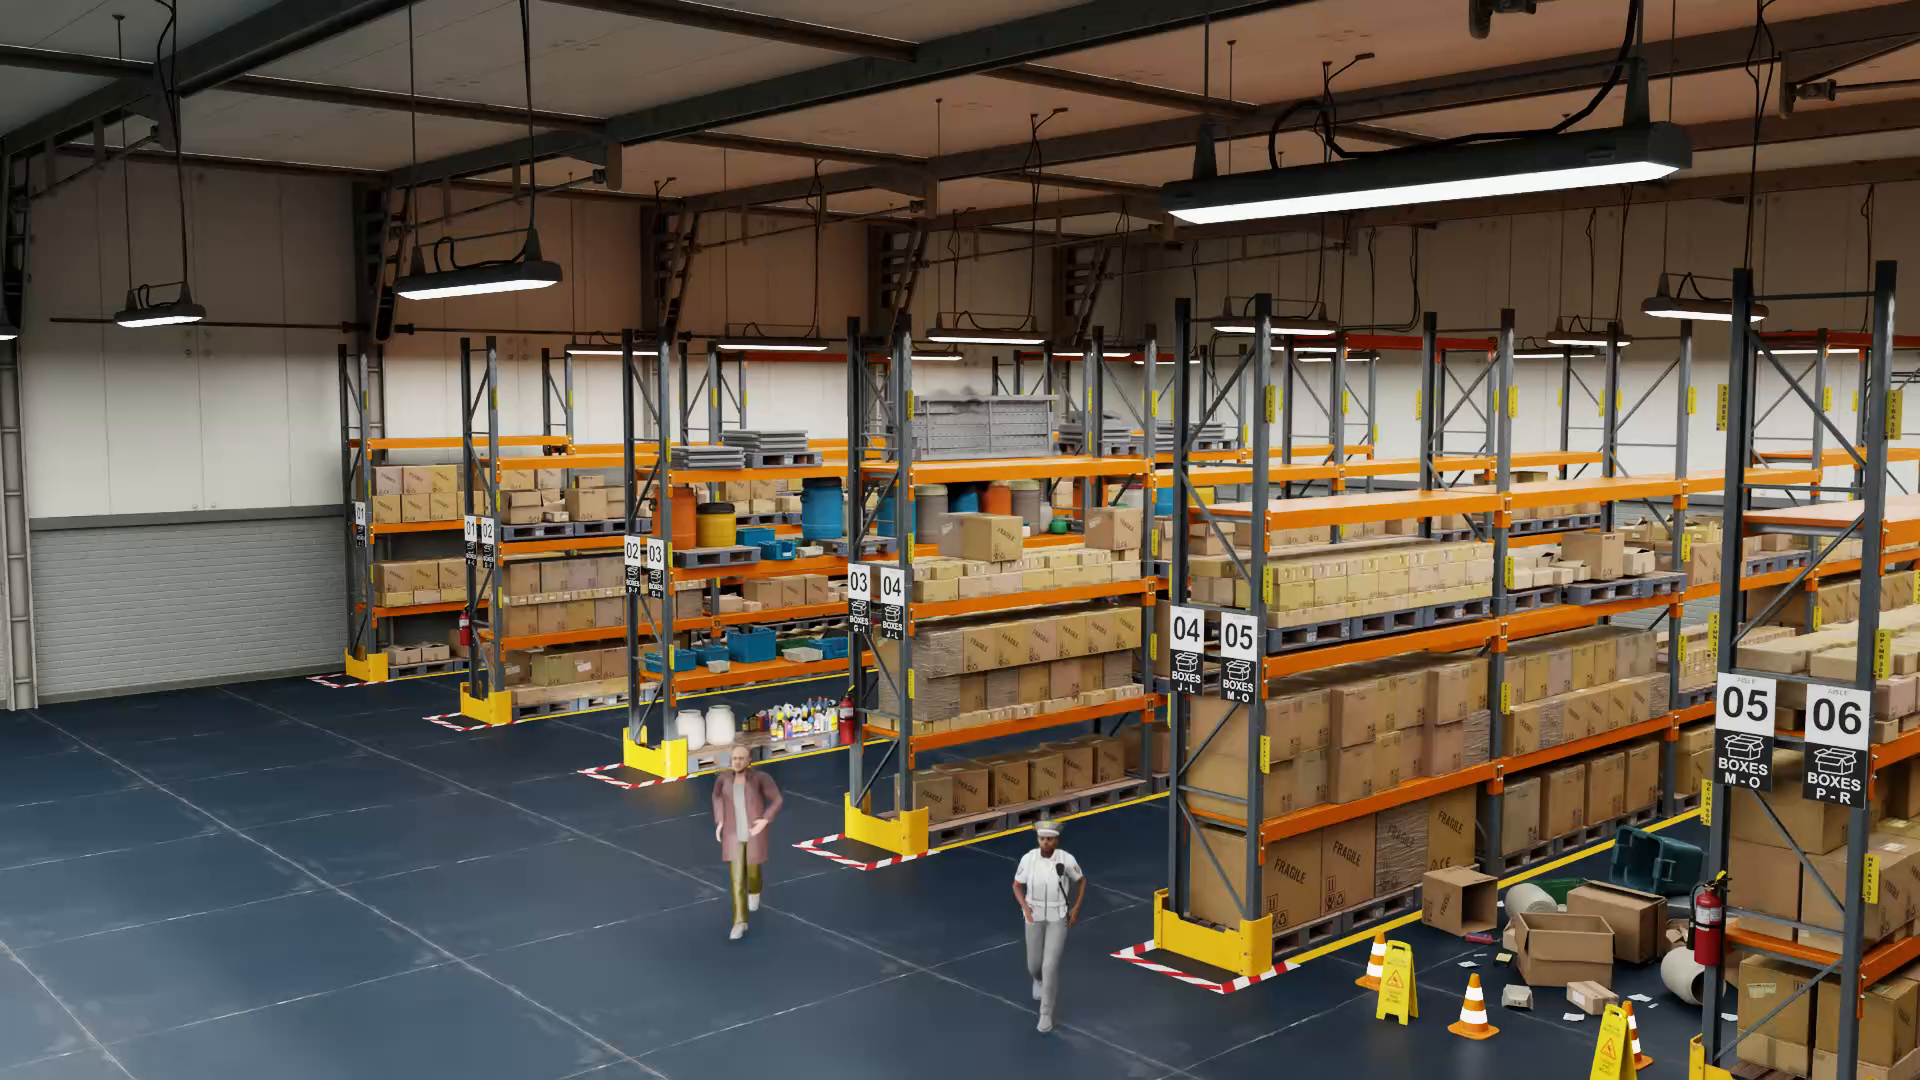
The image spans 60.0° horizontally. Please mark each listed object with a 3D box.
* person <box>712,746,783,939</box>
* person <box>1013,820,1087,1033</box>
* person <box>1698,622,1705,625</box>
[{"bbox_3d":[-2.046,2.880,15.959,0.708,1.688,0.961,0,5,3],"label":"person"},{"bbox_3d":[0.736,3.115,13.707,0.602,1.689,0.726,1,5,9],"label":"person"},{"bbox_3d":[11.424,2.078,25.556,0.590,1.639,0.567,-4,6,-38],"label":"person"}]
